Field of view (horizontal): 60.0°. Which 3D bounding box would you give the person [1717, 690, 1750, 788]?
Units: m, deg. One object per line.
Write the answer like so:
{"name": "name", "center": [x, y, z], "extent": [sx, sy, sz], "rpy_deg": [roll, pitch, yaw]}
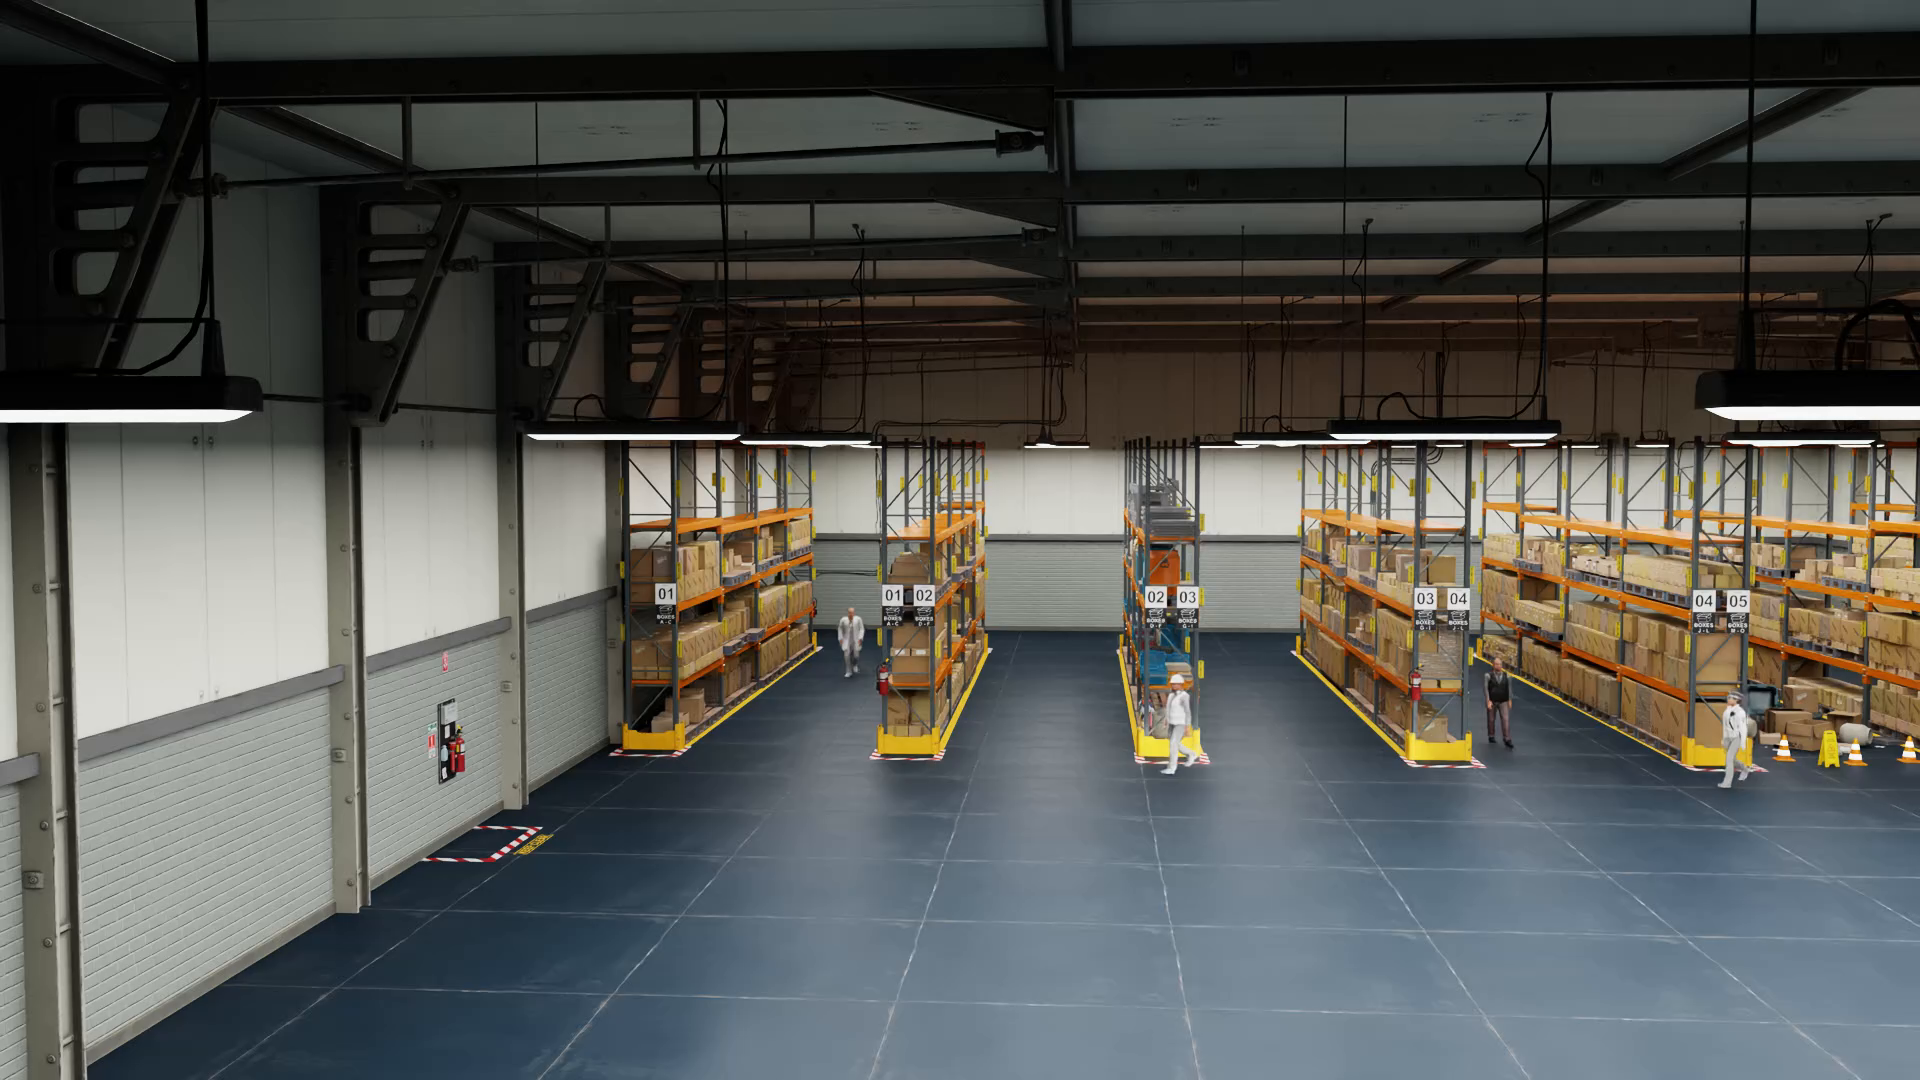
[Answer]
{"name": "person", "center": [13.211, 3.367, 28.282], "extent": [0.876, 1.647, 0.477], "rpy_deg": [-1, 3, -24]}

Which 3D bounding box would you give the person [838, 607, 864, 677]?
{"name": "person", "center": [-2.784, 2.585, 42.425], "extent": [0.667, 1.763, 0.751], "rpy_deg": [0, 3, -4]}

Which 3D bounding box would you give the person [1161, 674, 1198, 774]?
{"name": "person", "center": [3.890, 3.260, 29.602], "extent": [0.906, 1.749, 0.568], "rpy_deg": [-1, 3, -26]}

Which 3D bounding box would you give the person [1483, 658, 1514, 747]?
{"name": "person", "center": [10.409, 3.134, 32.154], "extent": [0.569, 1.675, 0.960], "rpy_deg": [1, 3, 11]}
